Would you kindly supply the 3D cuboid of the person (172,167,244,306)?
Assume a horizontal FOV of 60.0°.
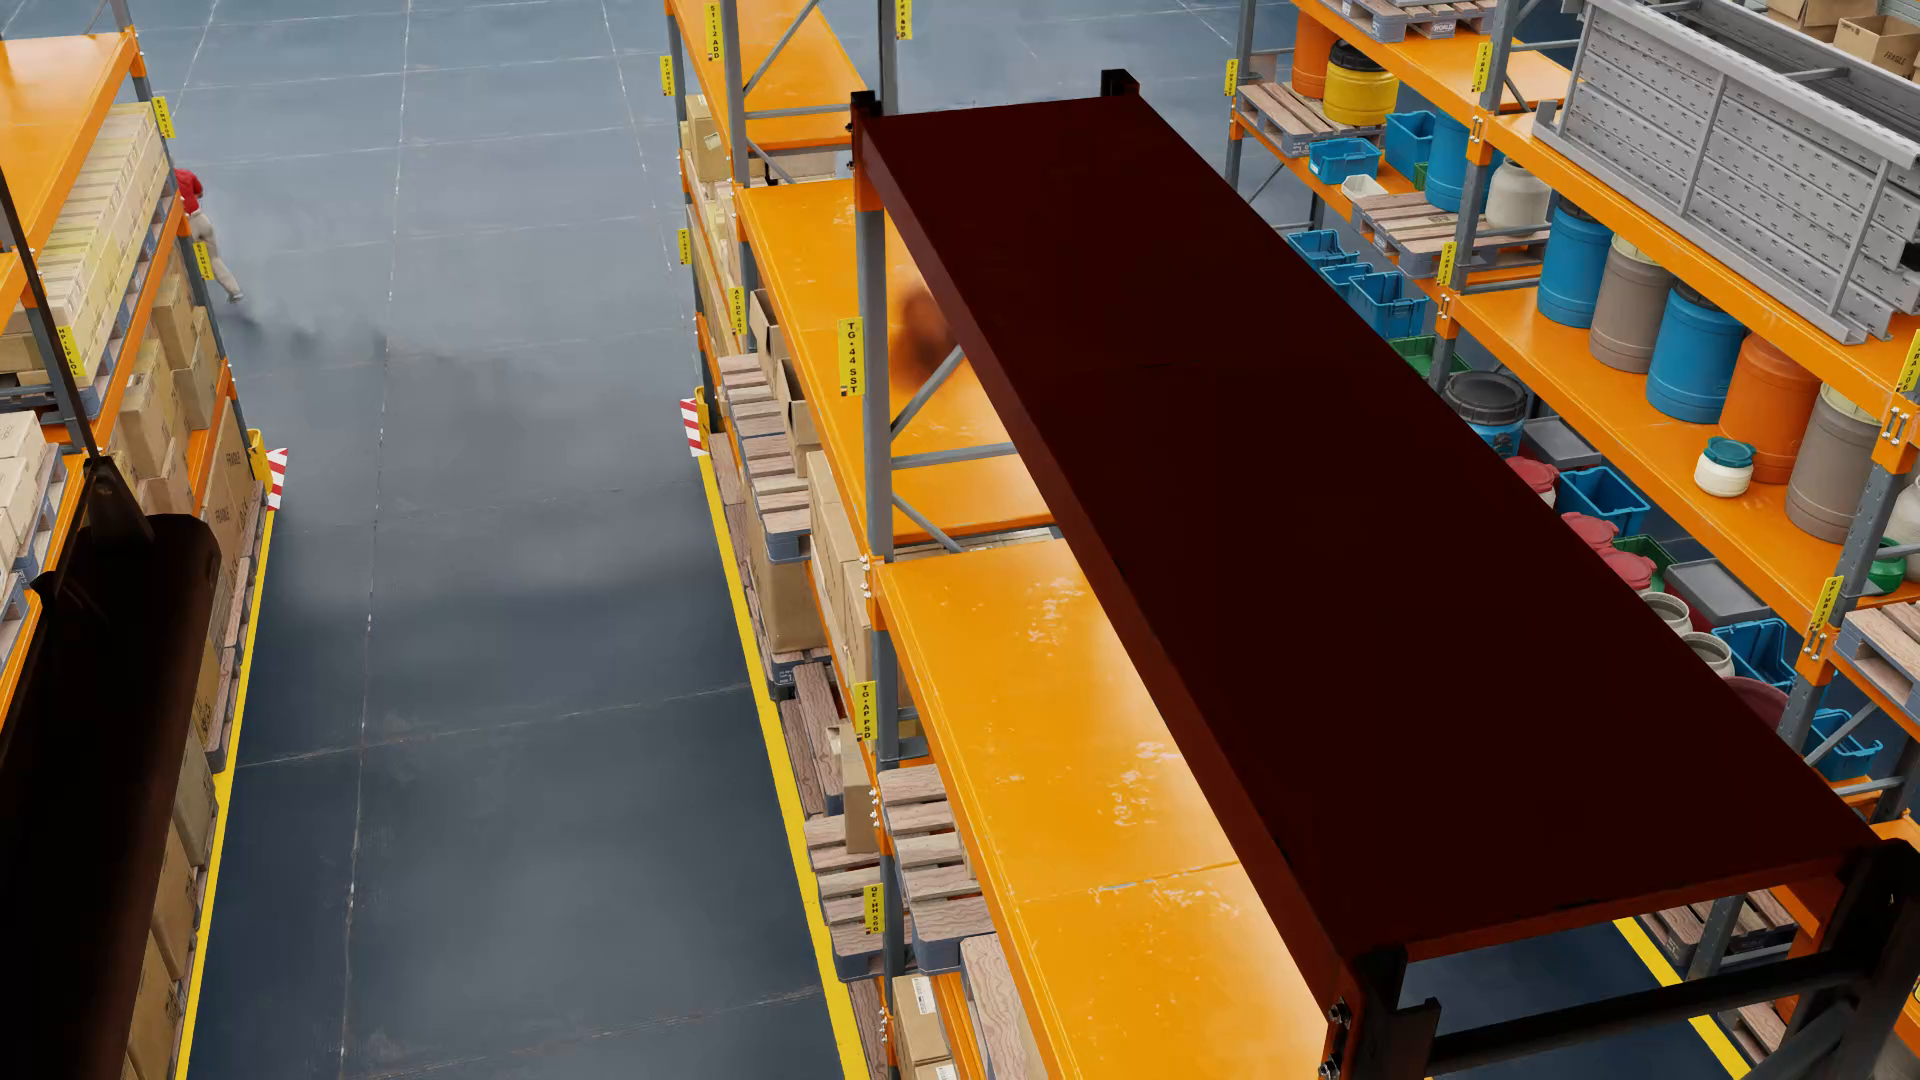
[{"bbox_3d":[-7.943,-3.149,17.229,0.952,1.791,0.677,17,38,23],"label":"person"}]
